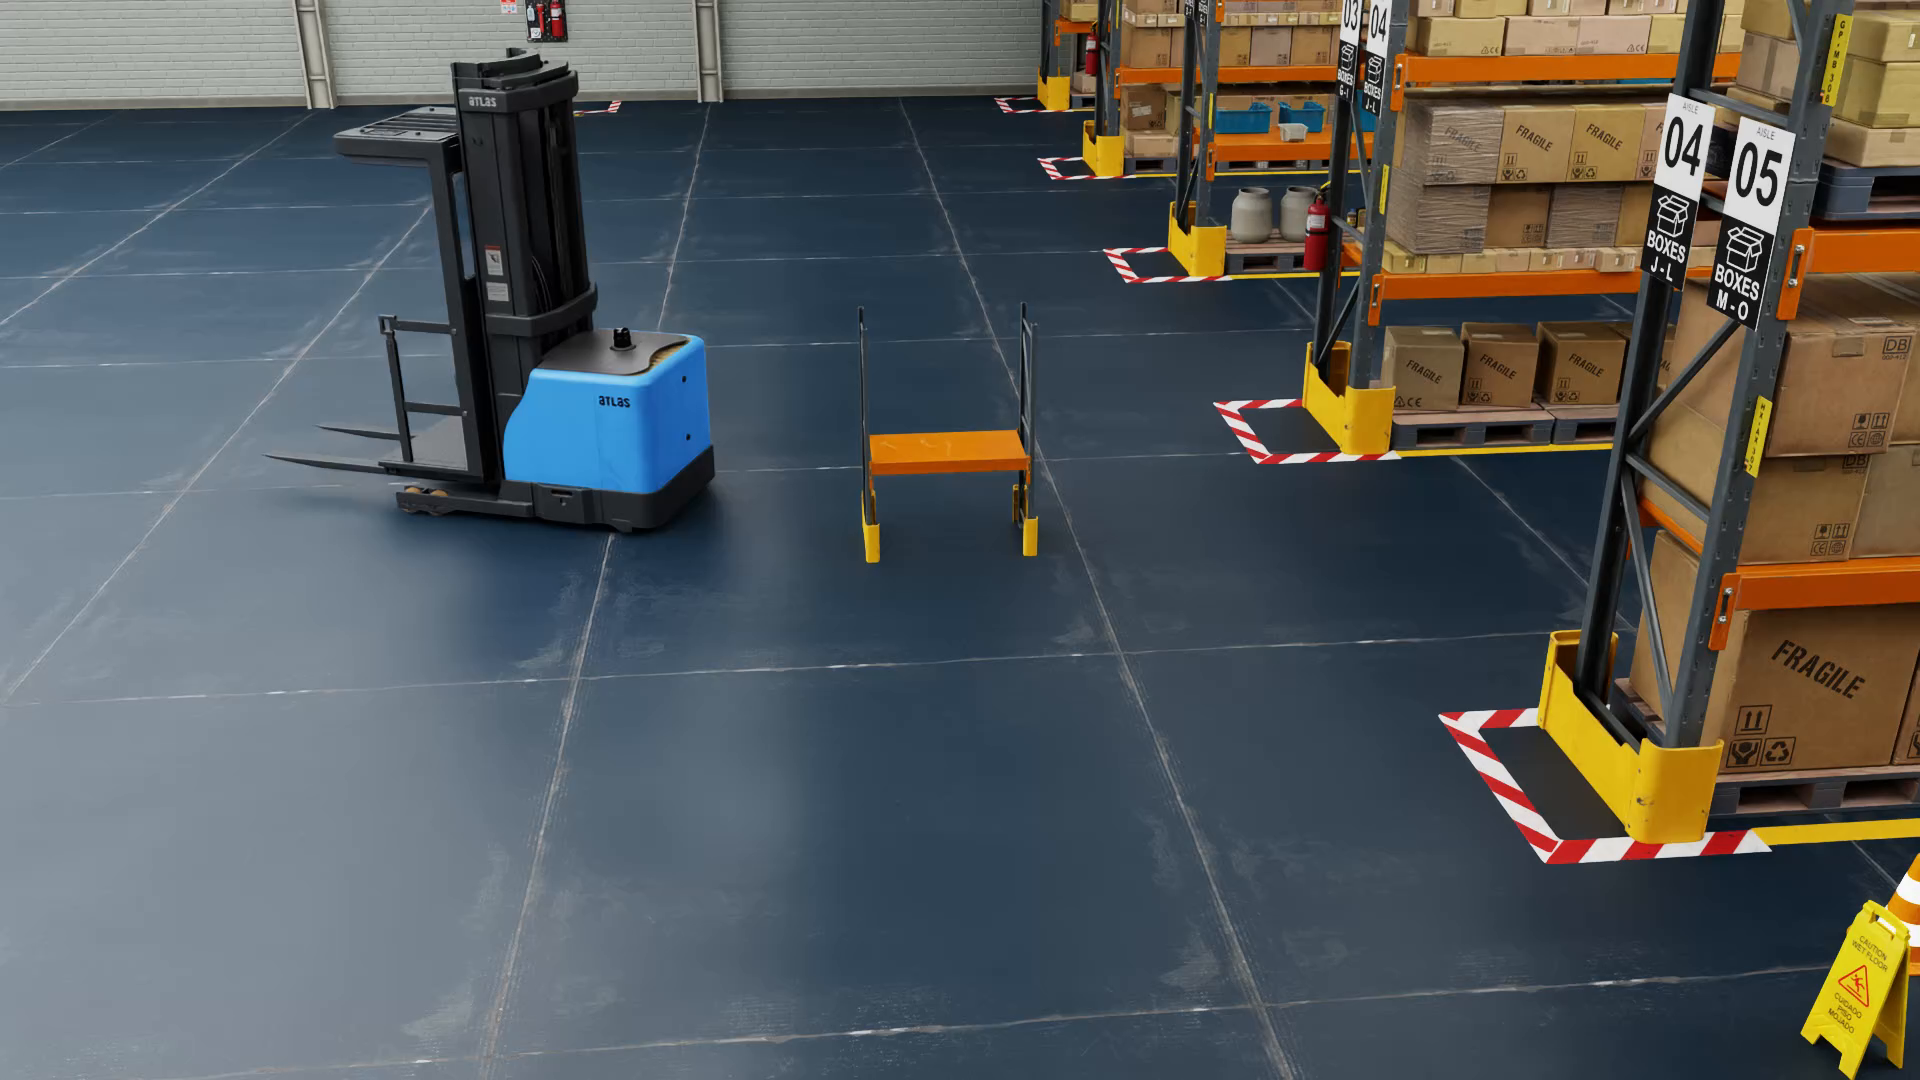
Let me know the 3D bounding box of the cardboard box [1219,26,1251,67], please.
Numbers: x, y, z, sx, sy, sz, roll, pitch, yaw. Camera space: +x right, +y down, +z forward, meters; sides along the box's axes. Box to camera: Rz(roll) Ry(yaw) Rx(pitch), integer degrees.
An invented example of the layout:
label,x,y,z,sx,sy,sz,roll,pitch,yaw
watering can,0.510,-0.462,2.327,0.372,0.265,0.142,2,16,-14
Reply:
label,x,y,z,sx,sy,sz,roll,pitch,yaw
cardboard box,3.364,-6.331,21.178,0.500,0.500,0.700,-2,24,-5

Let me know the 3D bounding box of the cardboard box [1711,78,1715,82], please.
label,x,y,z,sx,sy,sz,roll,pitch,yaw
cardboard box,11.814,-7.807,26.751,0.750,0.750,0.750,-2,24,-4

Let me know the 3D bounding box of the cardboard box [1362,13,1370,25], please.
label,x,y,z,sx,sy,sz,roll,pitch,yaw
cardboard box,5.106,-6.615,21.019,0.250,0.149,0.380,-3,24,-7

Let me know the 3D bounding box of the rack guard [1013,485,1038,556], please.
label,x,y,z,sx,sy,sz,roll,pitch,yaw
rack guard,0.420,-0.131,10.737,0.087,0.250,0.587,-2,24,-5

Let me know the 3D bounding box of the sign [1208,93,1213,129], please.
label,x,y,z,sx,sy,sz,roll,pitch,yaw
sign,2.414,-4.133,16.015,0.005,0.325,0.100,-2,24,-5

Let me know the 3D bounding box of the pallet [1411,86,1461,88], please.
label,x,y,z,sx,sy,sz,roll,pitch,yaw
pallet,7.363,-7.201,26.691,1.213,0.211,1.003,-2,24,-5

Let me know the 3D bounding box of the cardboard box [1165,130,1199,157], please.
label,x,y,z,sx,sy,sz,roll,pitch,yaw
cardboard box,2.934,-5.120,21.444,0.500,0.250,0.500,-2,24,-5

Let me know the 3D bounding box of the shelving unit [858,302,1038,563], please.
label,x,y,z,sx,sy,sz,roll,pitch,yaw
shelving unit,-0.076,-0.682,10.439,1.083,1.500,0.587,-2,24,-5

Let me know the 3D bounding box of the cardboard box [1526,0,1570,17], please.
label,x,y,z,sx,sy,sz,roll,pitch,yaw
cardboard box,3.933,-3.642,11.252,0.250,0.149,0.380,-1,24,-3

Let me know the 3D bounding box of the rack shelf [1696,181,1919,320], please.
label,x,y,z,sx,sy,sz,roll,pitch,yaw
rack shelf,5.229,-1.340,7.265,4.000,0.370,1.077,-2,24,-5

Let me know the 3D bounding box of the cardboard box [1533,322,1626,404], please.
label,x,y,z,sx,sy,sz,roll,pitch,yaw
cardboard box,4.691,-1.350,12.655,0.500,0.500,0.500,0,24,0

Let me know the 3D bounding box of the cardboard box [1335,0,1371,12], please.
label,x,y,z,sx,sy,sz,roll,pitch,yaw
cardboard box,4.918,-6.989,21.060,0.500,0.500,0.700,-2,24,-5

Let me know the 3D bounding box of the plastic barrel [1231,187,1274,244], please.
label,x,y,z,sx,sy,sz,roll,pitch,yaw
plastic barrel,3.012,-3.342,17.121,0.421,0.512,0.421,0,24,0

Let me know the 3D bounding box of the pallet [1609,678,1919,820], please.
label,x,y,z,sx,sy,sz,roll,pitch,yaw
pallet,4.026,0.992,8.258,1.213,0.211,1.003,-2,24,-5

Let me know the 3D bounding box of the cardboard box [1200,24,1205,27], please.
label,x,y,z,sx,sy,sz,roll,pitch,yaw
cardboard box,3.055,-6.533,20.832,0.250,0.149,0.380,-3,24,-6

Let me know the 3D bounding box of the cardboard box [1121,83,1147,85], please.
label,x,y,z,sx,sy,sz,roll,pitch,yaw
cardboard box,2.656,-7.220,26.070,0.500,0.311,0.500,0,24,-1

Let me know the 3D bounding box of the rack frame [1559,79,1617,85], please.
label,x,y,z,sx,sy,sz,roll,pitch,yaw
rack frame,6.345,-4.389,16.931,0.127,3.000,1.000,-2,24,-5

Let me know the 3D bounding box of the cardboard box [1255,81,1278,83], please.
label,x,y,z,sx,sy,sz,roll,pitch,yaw
cardboard box,4.842,-7.266,26.351,0.250,0.166,0.380,-5,25,-12

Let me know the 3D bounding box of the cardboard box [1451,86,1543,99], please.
label,x,y,z,sx,sy,sz,roll,pitch,yaw
cardboard box,3.871,-3.010,12.109,0.500,0.500,0.500,-2,24,-5

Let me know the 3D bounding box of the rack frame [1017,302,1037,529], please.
label,x,y,z,sx,sy,sz,roll,pitch,yaw
rack frame,0.421,-0.702,10.483,0.032,1.500,0.500,-2,24,-5

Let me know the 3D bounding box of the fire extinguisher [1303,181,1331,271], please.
label,x,y,z,sx,sy,sz,roll,pitch,yaw
fire extinguisher,2.692,-2.374,12.493,0.183,0.674,0.296,-2,24,-5

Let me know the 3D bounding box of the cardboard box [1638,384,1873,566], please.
label,x,y,z,sx,sy,sz,roll,pitch,yaw
cardboard box,3.603,-0.320,7.593,0.550,0.550,0.875,-2,24,-5

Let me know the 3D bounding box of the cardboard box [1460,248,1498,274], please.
label,x,y,z,sx,sy,sz,roll,pitch,yaw
cardboard box,3.659,-2.034,11.942,0.250,0.149,0.380,-2,24,-5

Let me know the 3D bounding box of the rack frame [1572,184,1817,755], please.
label,x,y,z,sx,sy,sz,roll,pitch,yaw
rack frame,3.238,-0.218,7.548,0.127,3.000,1.000,-2,24,-5

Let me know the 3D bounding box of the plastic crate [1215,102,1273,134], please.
label,x,y,z,sx,sy,sz,roll,pitch,yaw
plastic crate,2.833,-4.302,16.919,0.616,0.251,0.499,-2,24,-5

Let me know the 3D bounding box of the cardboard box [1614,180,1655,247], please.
label,x,y,z,sx,sy,sz,roll,pitch,yaw
cardboard box,4.888,-2.506,12.206,0.500,0.500,0.875,-2,24,-5

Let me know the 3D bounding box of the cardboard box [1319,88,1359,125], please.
label,x,y,z,sx,sy,sz,roll,pitch,yaw
cardboard box,4.923,-5.547,21.482,0.500,0.500,0.500,-2,24,-5

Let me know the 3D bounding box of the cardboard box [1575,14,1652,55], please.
label,x,y,z,sx,sy,sz,roll,pitch,yaw
cardboard box,4.362,-3.486,11.390,0.500,0.250,0.500,-2,24,-5

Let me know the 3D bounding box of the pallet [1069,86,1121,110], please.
label,x,y,z,sx,sy,sz,roll,pitch,yaw
pallet,2.278,-6.981,26.195,1.213,0.211,1.003,-2,24,-5

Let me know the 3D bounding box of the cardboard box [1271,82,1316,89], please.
label,x,y,z,sx,sy,sz,roll,pitch,yaw
cardboard box,4.375,-5.737,21.910,0.500,0.500,0.500,-2,24,-5

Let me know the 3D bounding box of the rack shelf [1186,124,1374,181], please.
label,x,y,z,sx,sy,sz,roll,pitch,yaw
rack shelf,4.355,-3.980,16.898,4.000,0.370,1.077,-2,24,-5

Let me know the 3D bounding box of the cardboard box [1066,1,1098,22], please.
label,x,y,z,sx,sy,sz,roll,pitch,yaw
cardboard box,1.908,-8.065,25.363,0.500,0.250,0.500,-3,24,-7

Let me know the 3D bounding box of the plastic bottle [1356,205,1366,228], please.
label,x,y,z,sx,sy,sz,roll,pitch,yaw
plastic bottle,4.264,-3.452,17.625,0.133,0.283,0.061,-2,24,-4

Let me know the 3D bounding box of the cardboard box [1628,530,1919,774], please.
label,x,y,z,sx,sy,sz,roll,pitch,yaw
cardboard box,3.907,0.507,8.016,0.875,0.875,0.875,-2,24,-5

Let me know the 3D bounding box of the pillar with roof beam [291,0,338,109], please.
label,x,y,z,sx,sy,sz,roll,pitch,yaw
pillar with roof beam,-9.516,-9.134,20.220,0.400,9.000,9.100,-2,24,-5

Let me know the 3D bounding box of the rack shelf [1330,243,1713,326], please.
label,x,y,z,sx,sy,sz,roll,pitch,yaw
rack shelf,4.842,-1.978,12.394,4.000,0.370,1.077,-2,24,-5

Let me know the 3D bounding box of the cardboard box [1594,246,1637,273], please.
label,x,y,z,sx,sy,sz,roll,pitch,yaw
cardboard box,4.661,-2.048,11.974,0.250,0.149,0.380,-2,24,-5

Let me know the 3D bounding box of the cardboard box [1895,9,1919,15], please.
label,x,y,z,sx,sy,sz,roll,pitch,yaw
cardboard box,3.851,-1.971,6.485,0.250,0.149,0.380,-2,24,-5

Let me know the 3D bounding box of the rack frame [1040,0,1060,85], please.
label,x,y,z,sx,sy,sz,roll,pitch,yaw
rack frame,1.391,-8.234,25.581,0.127,3.000,1.000,-2,24,-5

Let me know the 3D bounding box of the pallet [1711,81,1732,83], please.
label,x,y,z,sx,sy,sz,roll,pitch,yaw
pallet,12.572,-7.377,27.088,1.213,0.211,1.003,-2,24,-5

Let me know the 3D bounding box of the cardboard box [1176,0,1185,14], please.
label,x,y,z,sx,sy,sz,roll,pitch,yaw
cardboard box,2.923,-6.909,20.880,0.500,0.500,0.700,-3,24,-7

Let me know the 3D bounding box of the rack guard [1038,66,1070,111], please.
label,x,y,z,sx,sy,sz,roll,pitch,yaw
rack guard,1.466,-7.095,26.096,0.348,0.500,1.175,-2,24,-5

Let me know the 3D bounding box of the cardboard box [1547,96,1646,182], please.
label,x,y,z,sx,sy,sz,roll,pitch,yaw
cardboard box,4.421,-2.815,11.671,0.500,0.500,0.500,-2,24,-5

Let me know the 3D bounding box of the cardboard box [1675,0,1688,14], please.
label,x,y,z,sx,sy,sz,roll,pitch,yaw
cardboard box,4.949,-3.712,11.409,0.250,0.149,0.380,-3,24,-7

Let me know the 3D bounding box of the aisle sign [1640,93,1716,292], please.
label,x,y,z,sx,sy,sz,roll,pitch,yaw
aisle sign,3.138,-1.525,7.287,0.004,0.787,0.394,-2,24,-5

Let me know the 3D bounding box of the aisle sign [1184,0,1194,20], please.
label,x,y,z,sx,sy,sz,roll,pitch,yaw
aisle sign,2.264,-5.534,16.308,0.004,0.787,0.394,-2,24,-5

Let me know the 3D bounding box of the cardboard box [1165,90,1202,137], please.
label,x,y,z,sx,sy,sz,roll,pitch,yaw
cardboard box,2.934,-5.462,21.290,0.500,0.500,0.500,-2,24,-5

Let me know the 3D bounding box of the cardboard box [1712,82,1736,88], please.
label,x,y,z,sx,sy,sz,roll,pitch,yaw
cardboard box,5.862,-3.090,12.288,0.500,0.500,0.500,-2,24,-5

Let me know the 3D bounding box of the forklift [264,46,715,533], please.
label,x,y,z,sx,sy,sz,roll,pitch,yaw
forklift,-3.279,-1.700,10.967,3.031,2.935,1.130,6,25,13

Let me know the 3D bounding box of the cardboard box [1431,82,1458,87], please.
label,x,y,z,sx,sy,sz,roll,pitch,yaw
cardboard box,7.625,-7.557,26.595,0.500,0.500,0.700,-2,24,-5

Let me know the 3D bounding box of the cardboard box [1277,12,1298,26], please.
label,x,y,z,sx,sy,sz,roll,pitch,yaw
cardboard box,4.085,-6.574,20.926,0.250,0.149,0.380,-2,24,-3

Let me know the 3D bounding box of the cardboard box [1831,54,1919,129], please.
label,x,y,z,sx,sy,sz,roll,pitch,yaw
cardboard box,3.744,-1.810,6.614,0.500,0.250,0.500,-2,24,-5

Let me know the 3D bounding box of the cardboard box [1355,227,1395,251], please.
label,x,y,z,sx,sy,sz,roll,pitch,yaw
cardboard box,3.115,-2.207,12.332,0.250,0.149,0.380,-2,24,-5
